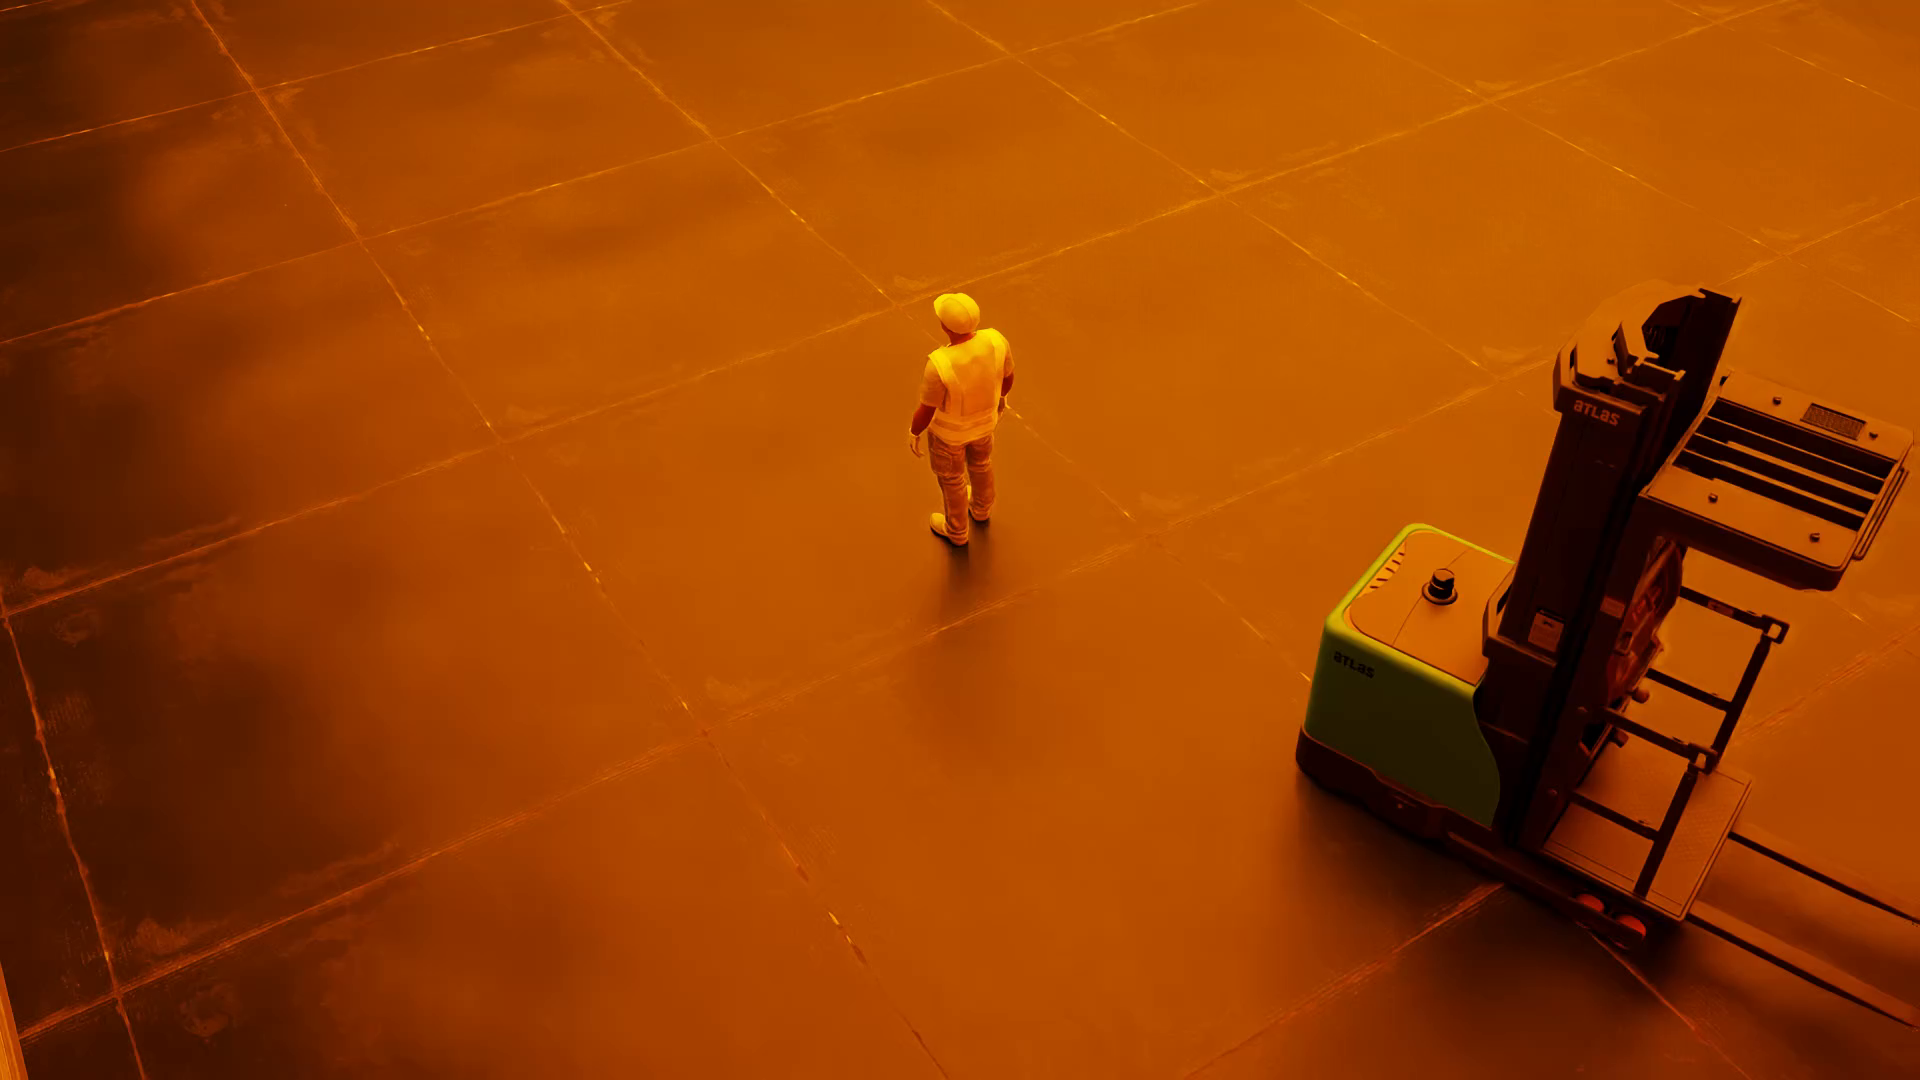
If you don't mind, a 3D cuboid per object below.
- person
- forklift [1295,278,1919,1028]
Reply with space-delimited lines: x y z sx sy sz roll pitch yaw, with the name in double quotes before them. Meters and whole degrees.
"person" -0.031 -0.720 9.556 0.656 1.782 0.577 -23 46 -24
"forklift" 3.231 0.433 7.375 3.031 2.935 1.130 27 48 27
